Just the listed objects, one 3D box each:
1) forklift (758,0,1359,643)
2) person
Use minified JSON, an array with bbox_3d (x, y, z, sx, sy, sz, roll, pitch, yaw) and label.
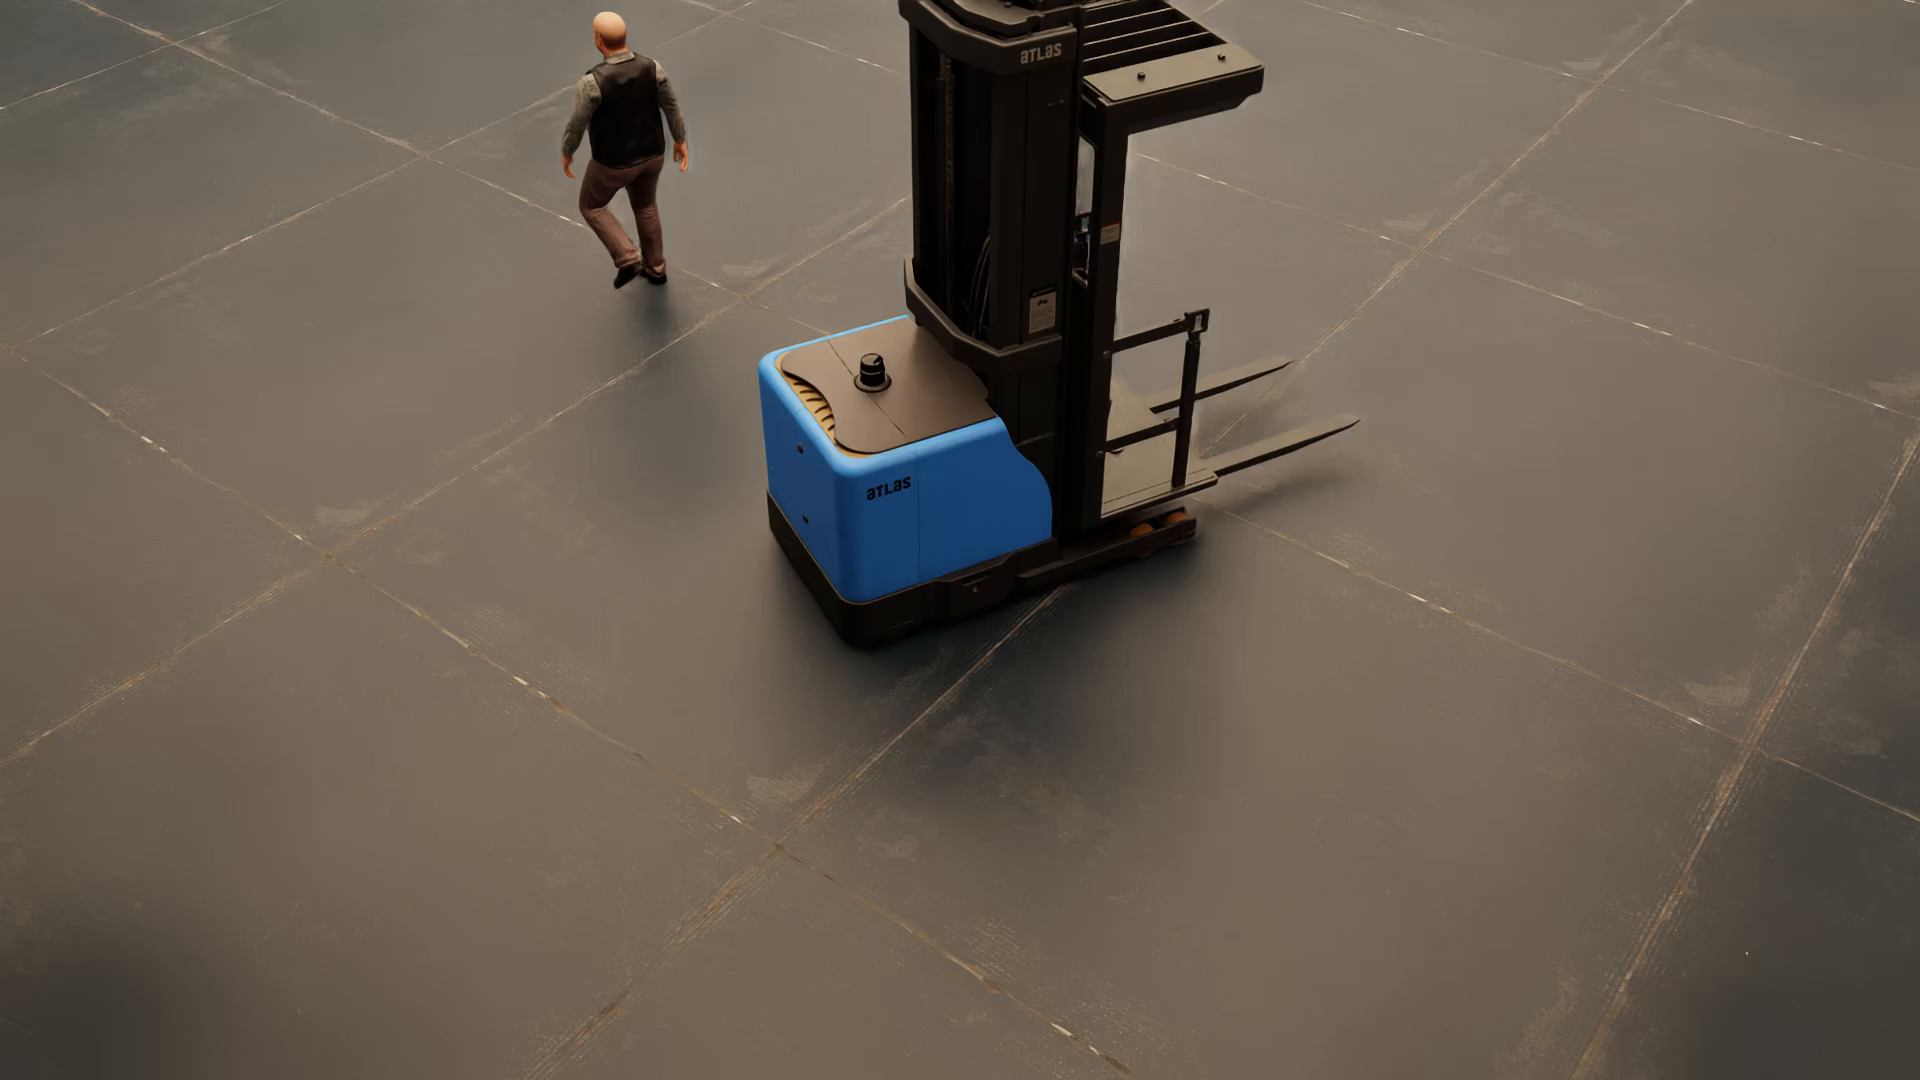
[{"bbox_3d":[0.600,-1.316,7.618,3.031,2.935,1.130,-19,44,-20],"label":"forklift"},{"bbox_3d":[-1.947,-2.235,9.643,0.699,1.702,0.473,-29,48,-30],"label":"person"}]
